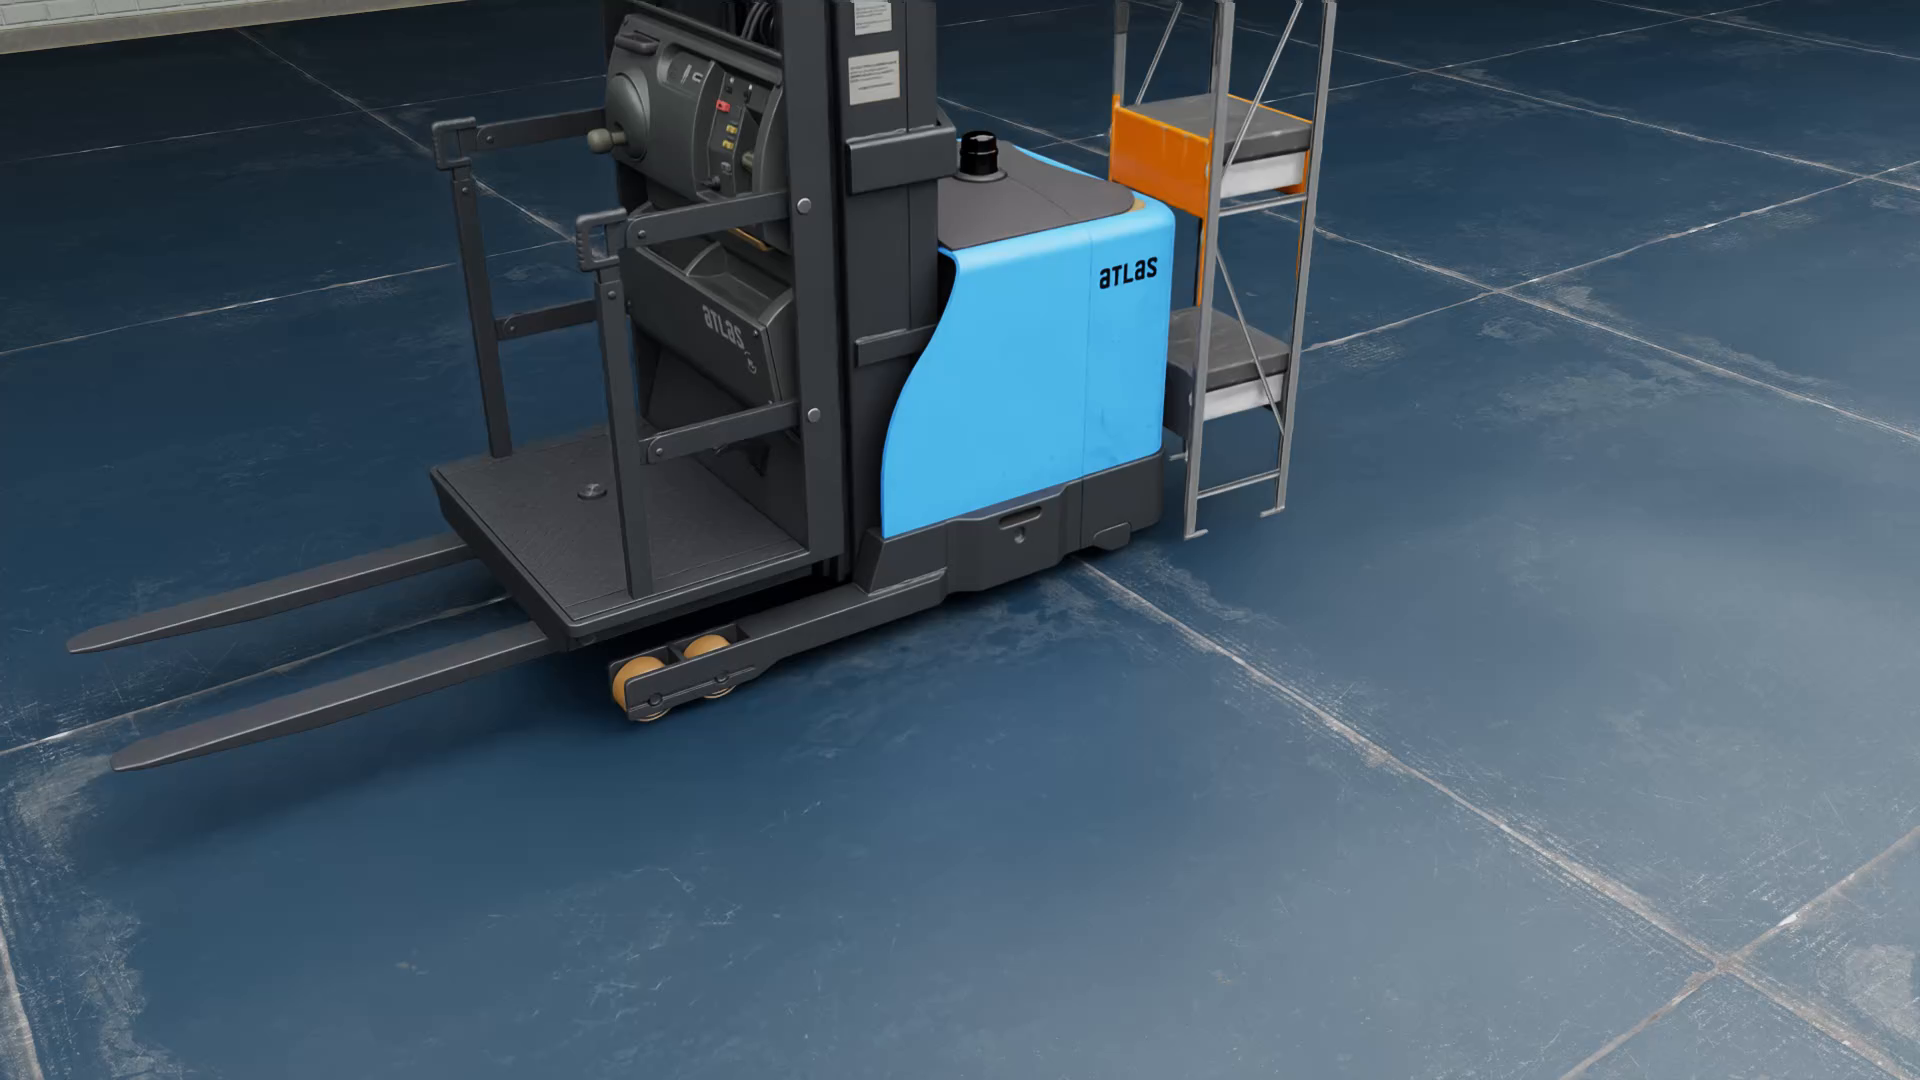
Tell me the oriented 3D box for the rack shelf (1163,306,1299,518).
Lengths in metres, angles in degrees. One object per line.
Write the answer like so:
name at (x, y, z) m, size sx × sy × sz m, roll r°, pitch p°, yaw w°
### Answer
rack shelf at (0.757, -0.445, 5.365) m, size 0.431 × 0.518 × 0.480 m, roll -16°, pitch 32°, yaw -26°

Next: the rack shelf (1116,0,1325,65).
rack shelf at (0.757, -1.675, 4.697) m, size 0.431 × 0.518 × 0.480 m, roll -16°, pitch 32°, yaw -26°

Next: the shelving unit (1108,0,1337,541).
shelving unit at (0.757, -1.072, 5.024) m, size 0.431 × 2.100 × 0.503 m, roll -16°, pitch 32°, yaw -26°

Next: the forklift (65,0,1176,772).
forklift at (-0.870, -1.099, 4.203) m, size 3.031 × 2.935 × 1.130 m, roll -18°, pitch 33°, yaw -29°

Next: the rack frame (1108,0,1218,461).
rack frame at (0.634, -1.173, 5.209) m, size 0.400 × 2.100 × 0.015 m, roll -16°, pitch 32°, yaw -26°

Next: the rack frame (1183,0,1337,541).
rack frame at (0.881, -0.972, 4.839) m, size 0.400 × 2.100 × 0.015 m, roll -16°, pitch 32°, yaw -26°

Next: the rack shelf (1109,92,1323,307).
rack shelf at (0.757, -1.060, 5.031) m, size 0.431 × 0.518 × 0.480 m, roll -16°, pitch 32°, yaw -26°
